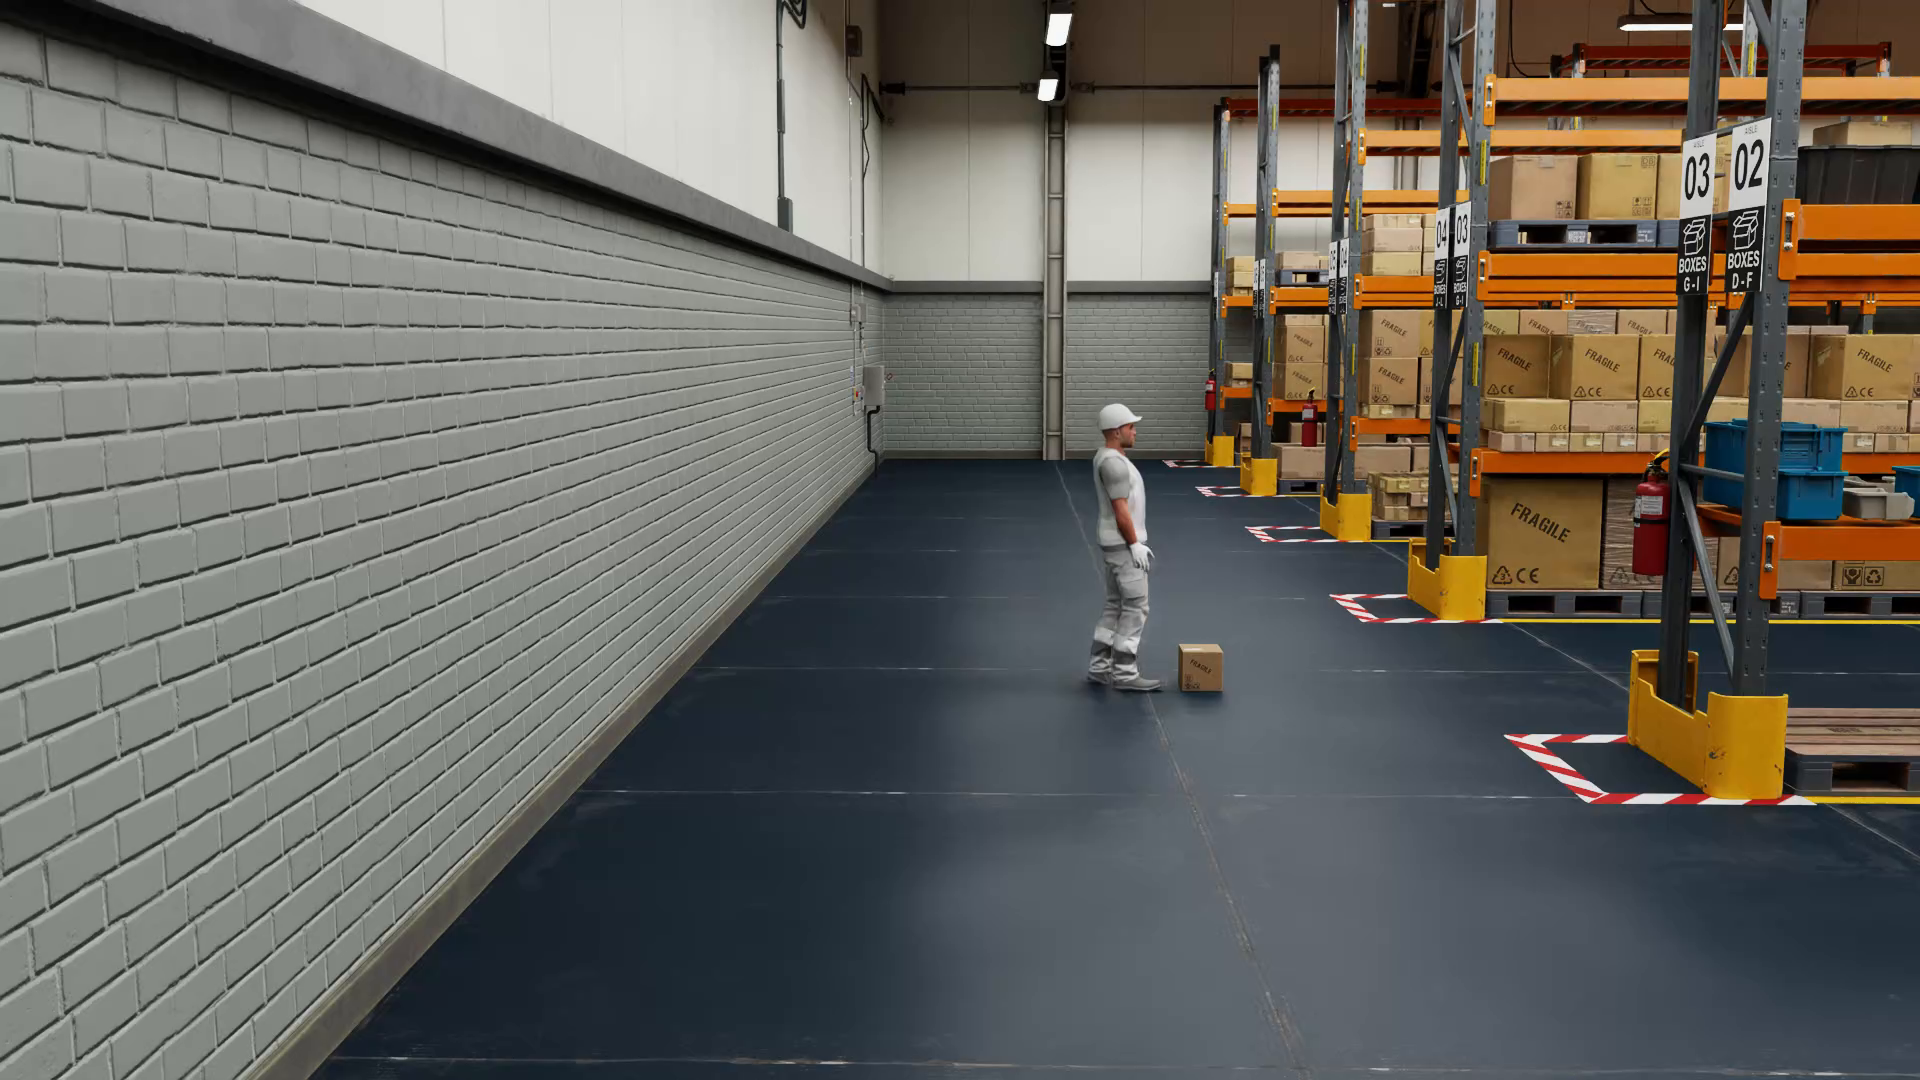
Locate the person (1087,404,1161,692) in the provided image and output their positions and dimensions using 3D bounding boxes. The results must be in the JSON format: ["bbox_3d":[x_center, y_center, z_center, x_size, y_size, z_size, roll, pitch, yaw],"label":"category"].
[{"bbox_3d":[1.030,0.075,10.380,0.456,1.849,0.535,0,7,2],"label":"person"}]
